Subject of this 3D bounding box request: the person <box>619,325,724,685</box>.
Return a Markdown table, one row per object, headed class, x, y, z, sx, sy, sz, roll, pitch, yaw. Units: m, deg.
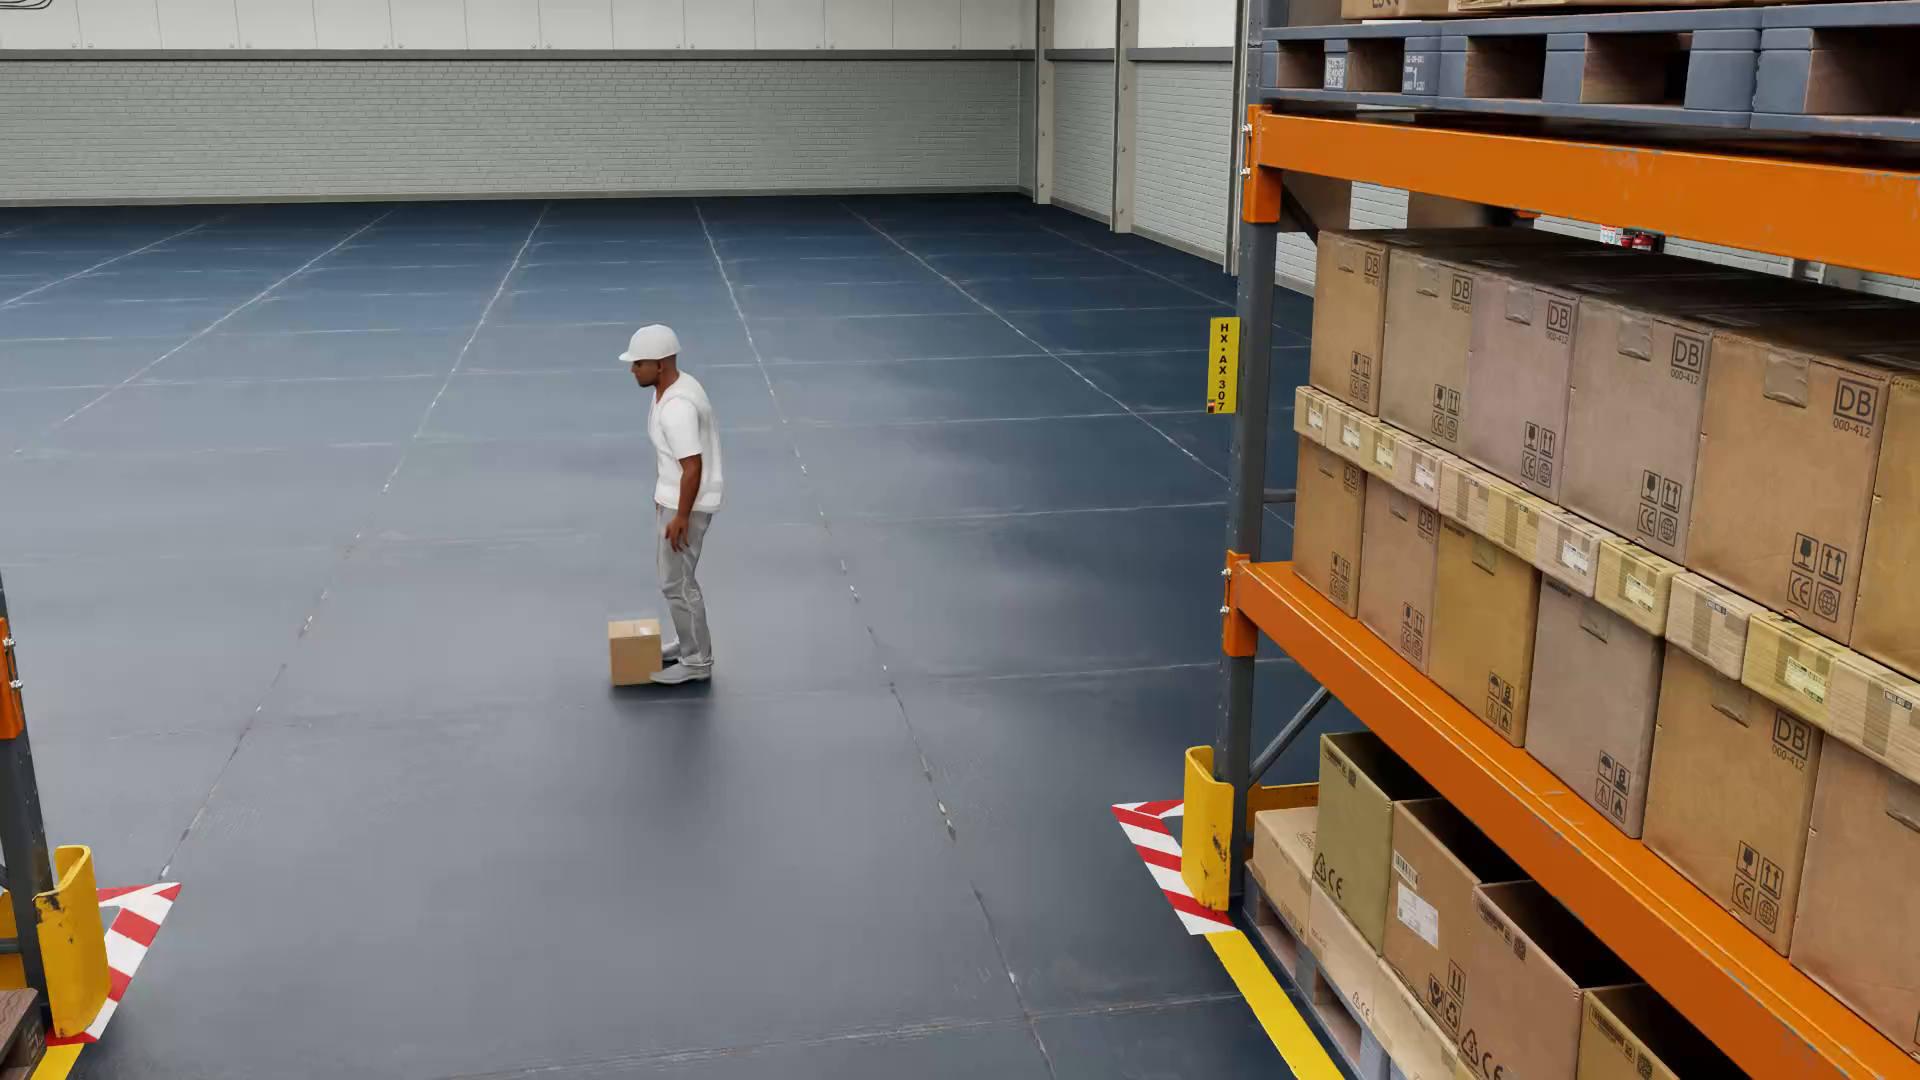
| class | x | y | z | sx | sy | sz | roll | pitch | yaw |
| --- | --- | --- | --- | --- | --- | --- | --- | --- | --- |
| person | -1.389 | -0.180 | 8.123 | 0.462 | 1.759 | 0.623 | -4 | 17 | -13 |
